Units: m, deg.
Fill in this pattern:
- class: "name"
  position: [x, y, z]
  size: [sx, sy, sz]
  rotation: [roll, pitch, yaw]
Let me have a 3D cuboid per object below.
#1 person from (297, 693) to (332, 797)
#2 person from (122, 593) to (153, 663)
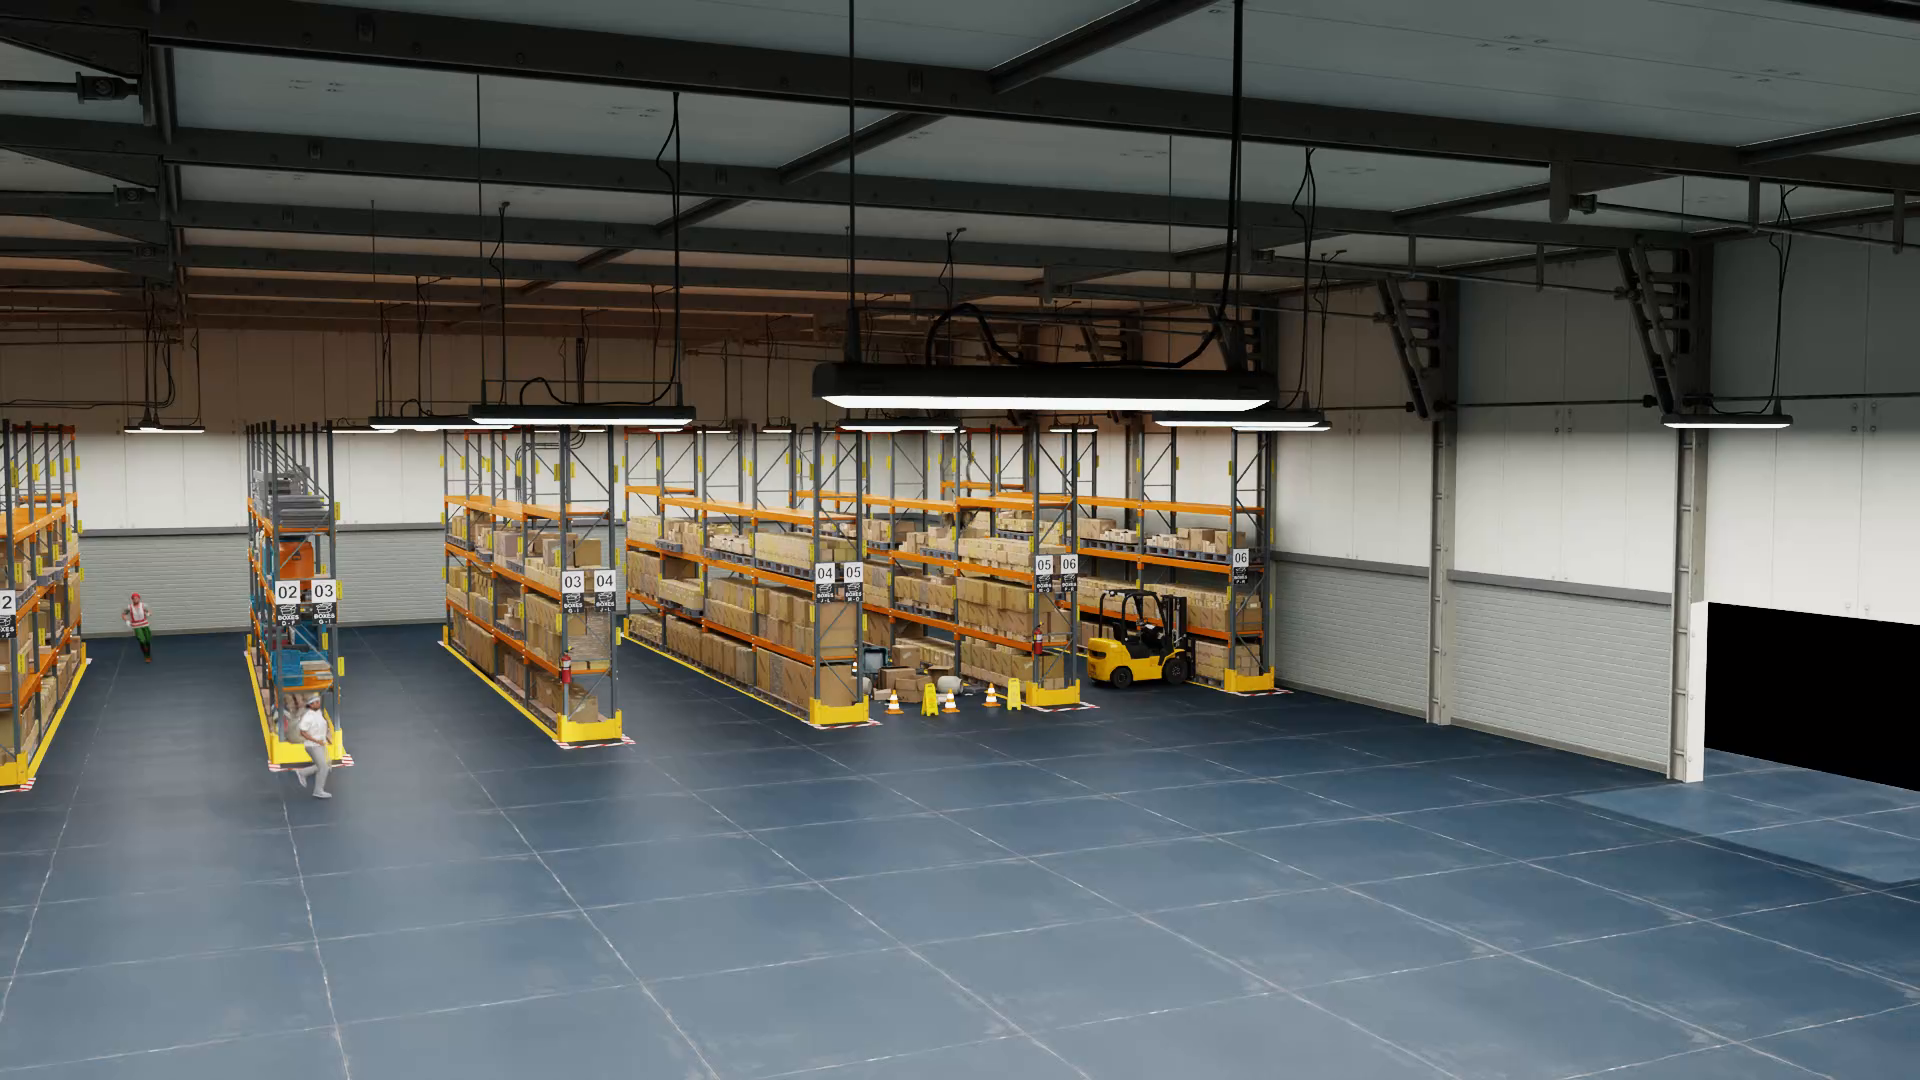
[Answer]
- class: "person"
  position: [-10.271, 3.256, 26.378]
  size: [0.550, 1.666, 0.575]
  rotation: [0, 4, 1]
- class: "person"
  position: [-20.729, 2.227, 41.992]
  size: [0.661, 1.795, 0.718]
  rotation: [-3, 5, -42]
